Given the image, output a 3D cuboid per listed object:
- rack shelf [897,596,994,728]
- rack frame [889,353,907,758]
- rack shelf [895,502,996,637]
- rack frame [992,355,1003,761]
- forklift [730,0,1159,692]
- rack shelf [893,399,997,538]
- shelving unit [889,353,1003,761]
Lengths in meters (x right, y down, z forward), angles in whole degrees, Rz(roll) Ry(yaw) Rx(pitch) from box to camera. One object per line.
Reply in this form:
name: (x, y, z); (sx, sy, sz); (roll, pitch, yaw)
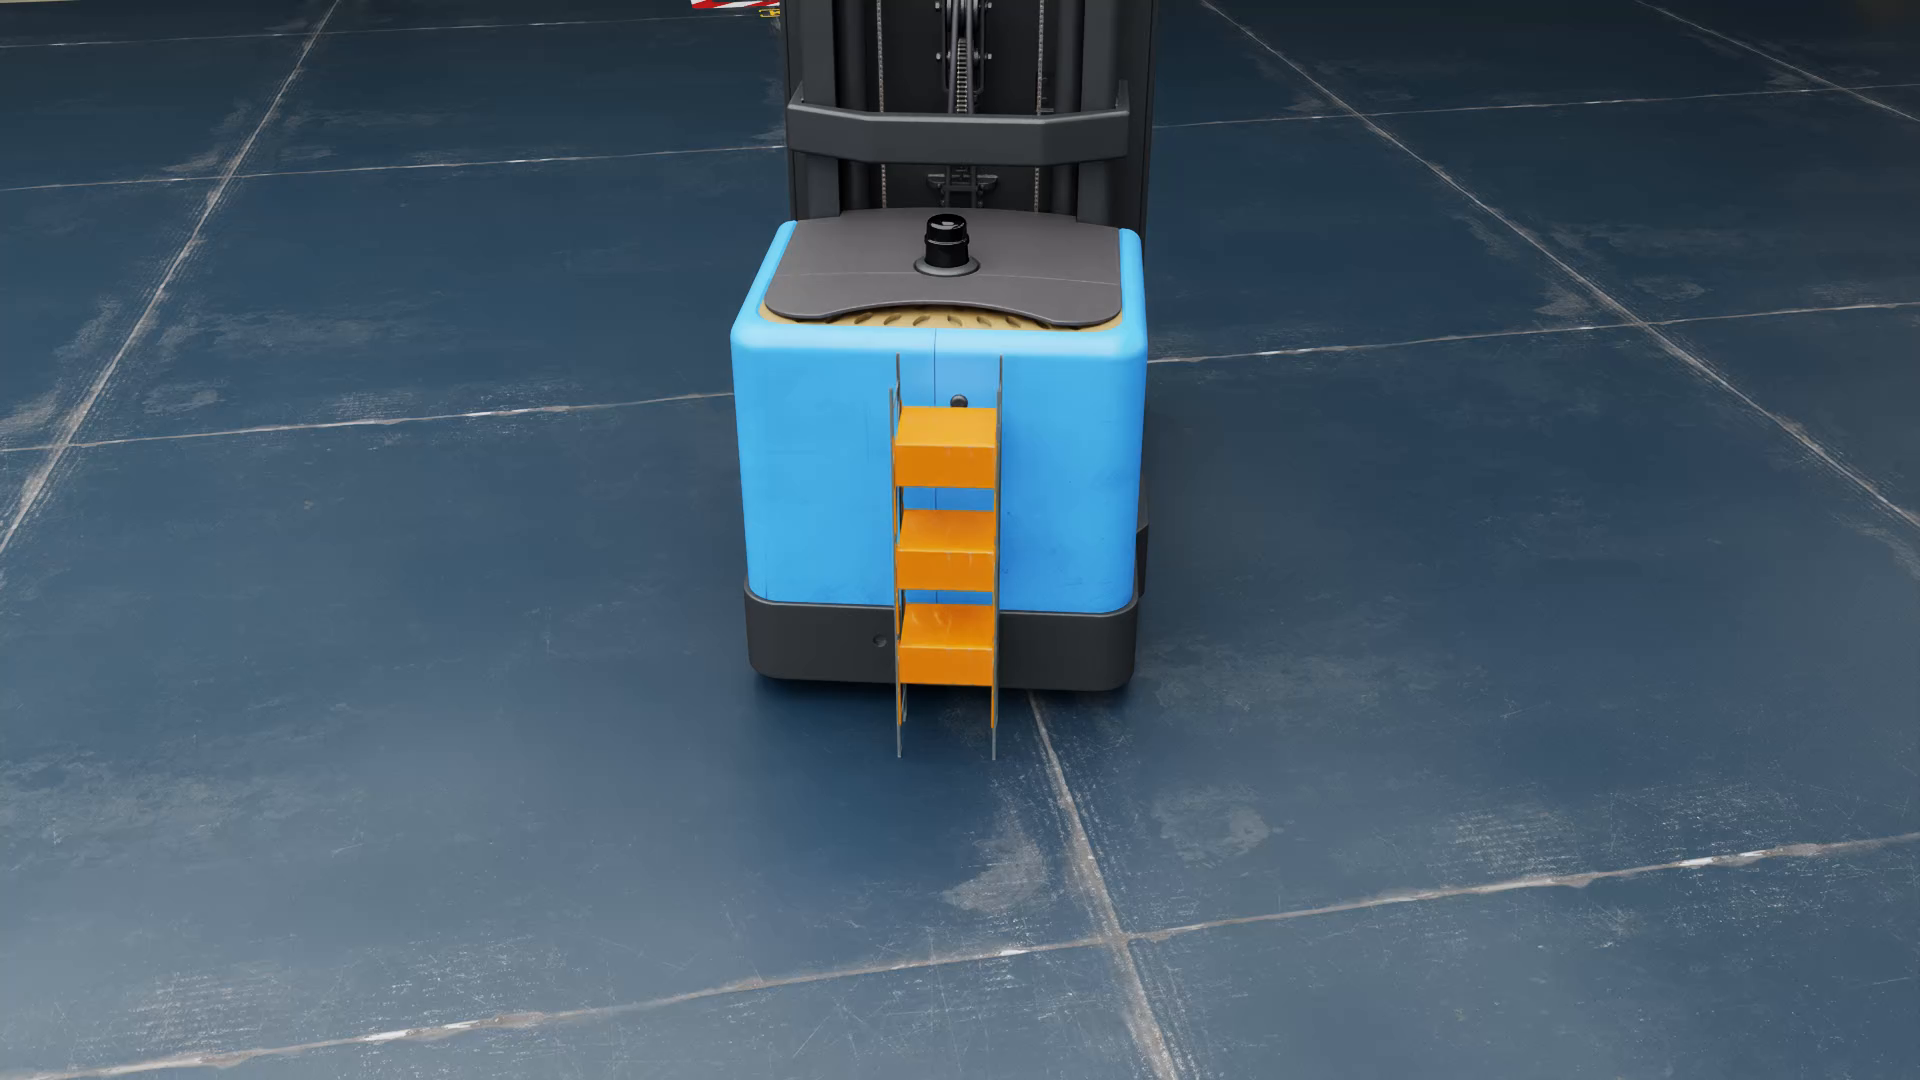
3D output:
rack shelf: (-0.030, 0.312, 4.253); (0.240, 0.259, 0.215); (2, 30, 3)
rack frame: (-0.152, 0.060, 4.113); (0.008, 1.050, 0.200); (2, 30, 3)
rack shelf: (-0.030, 0.072, 4.112); (0.240, 0.259, 0.215); (2, 30, 3)
rack frame: (0.092, 0.066, 4.101); (0.008, 1.050, 0.200); (2, 30, 3)
forklift: (0.043, -1.578, 5.042); (1.130, 2.935, 3.031); (2, 31, 3)
rack shelf: (-0.030, -0.172, 3.968); (0.240, 0.259, 0.215); (2, 30, 3)
shelving unit: (-0.030, 0.063, 4.107); (0.252, 1.050, 0.215); (2, 30, 3)
